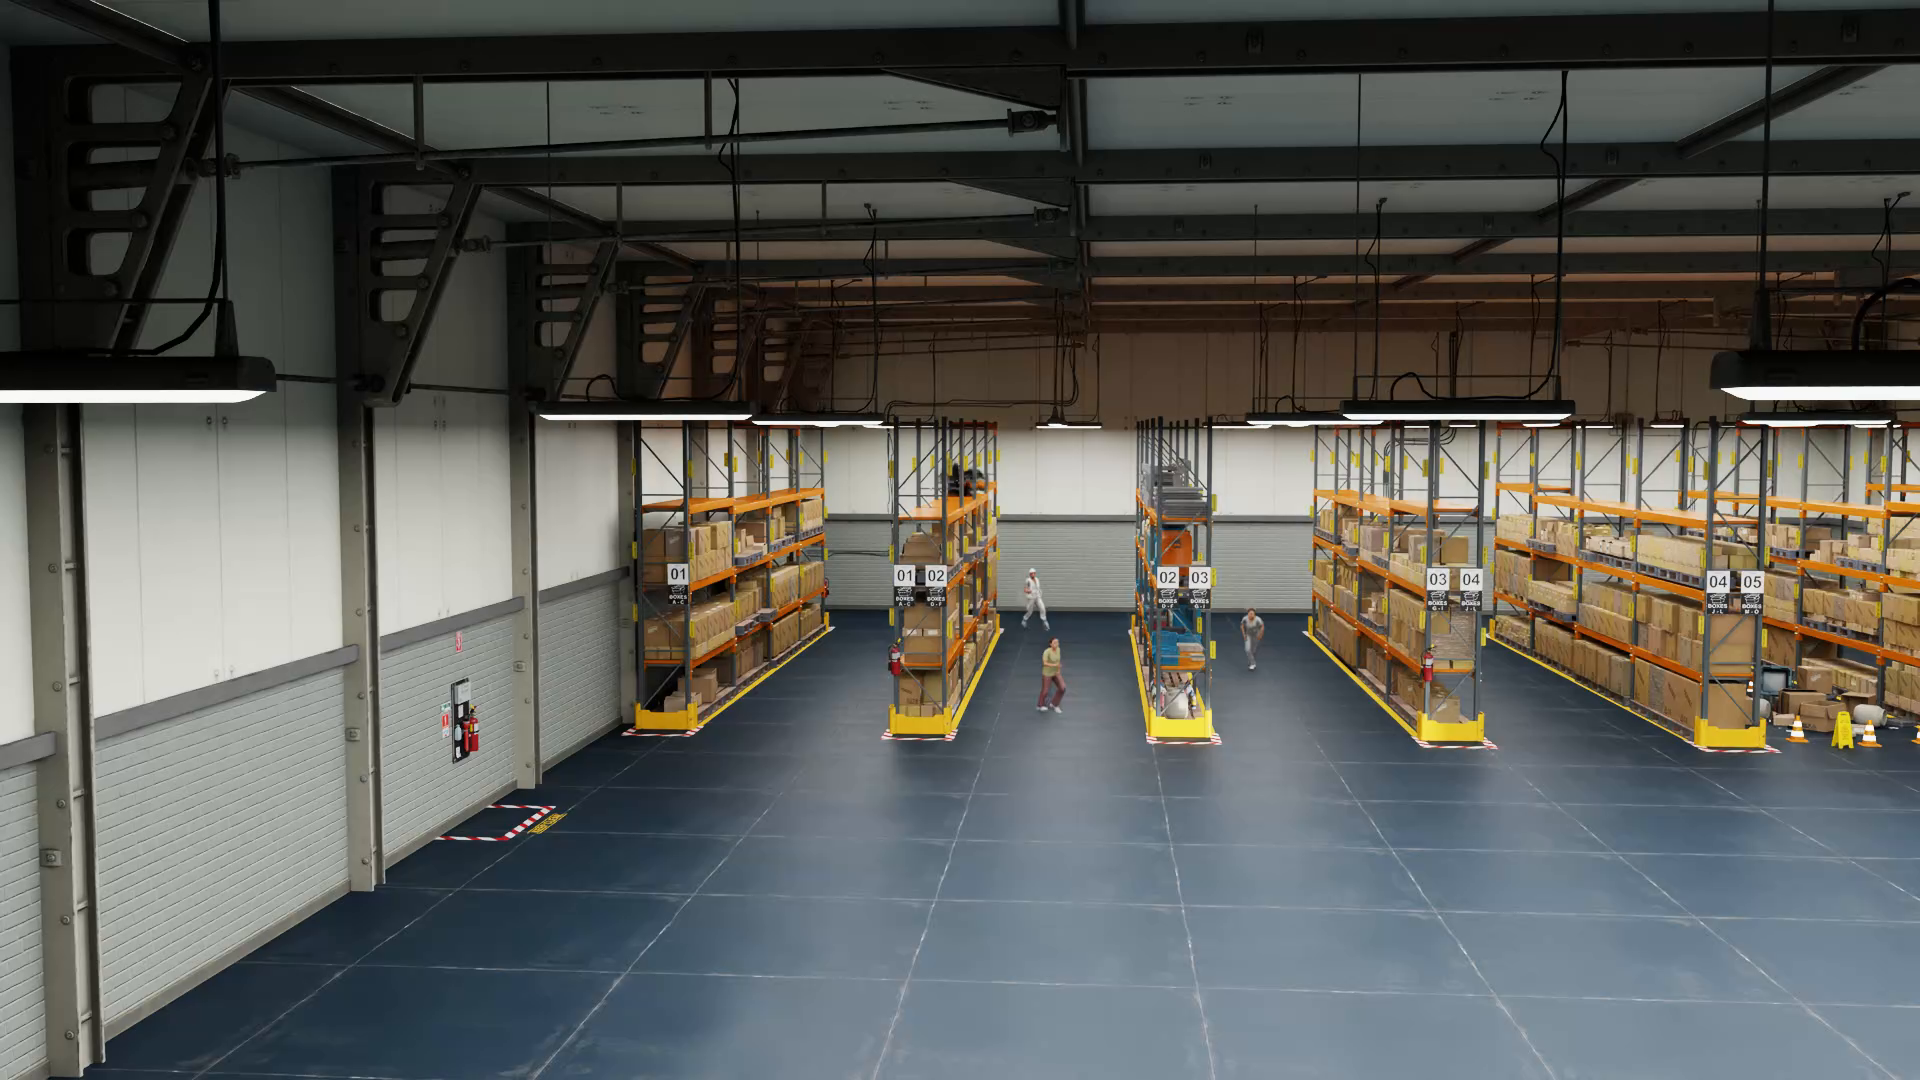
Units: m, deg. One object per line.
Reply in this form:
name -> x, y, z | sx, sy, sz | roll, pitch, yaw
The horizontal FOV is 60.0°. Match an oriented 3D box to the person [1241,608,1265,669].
person -> 7.081, 2.355, 40.218 | 0.565, 1.502, 0.929 | 1, 4, 12

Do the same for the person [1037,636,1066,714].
person -> 1.850, 2.725, 33.651 | 0.577, 1.593, 0.908 | -2, 4, -30

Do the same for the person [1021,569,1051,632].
person -> 2.109, 1.710, 47.745 | 0.673, 1.793, 0.972 | -3, 5, -36
